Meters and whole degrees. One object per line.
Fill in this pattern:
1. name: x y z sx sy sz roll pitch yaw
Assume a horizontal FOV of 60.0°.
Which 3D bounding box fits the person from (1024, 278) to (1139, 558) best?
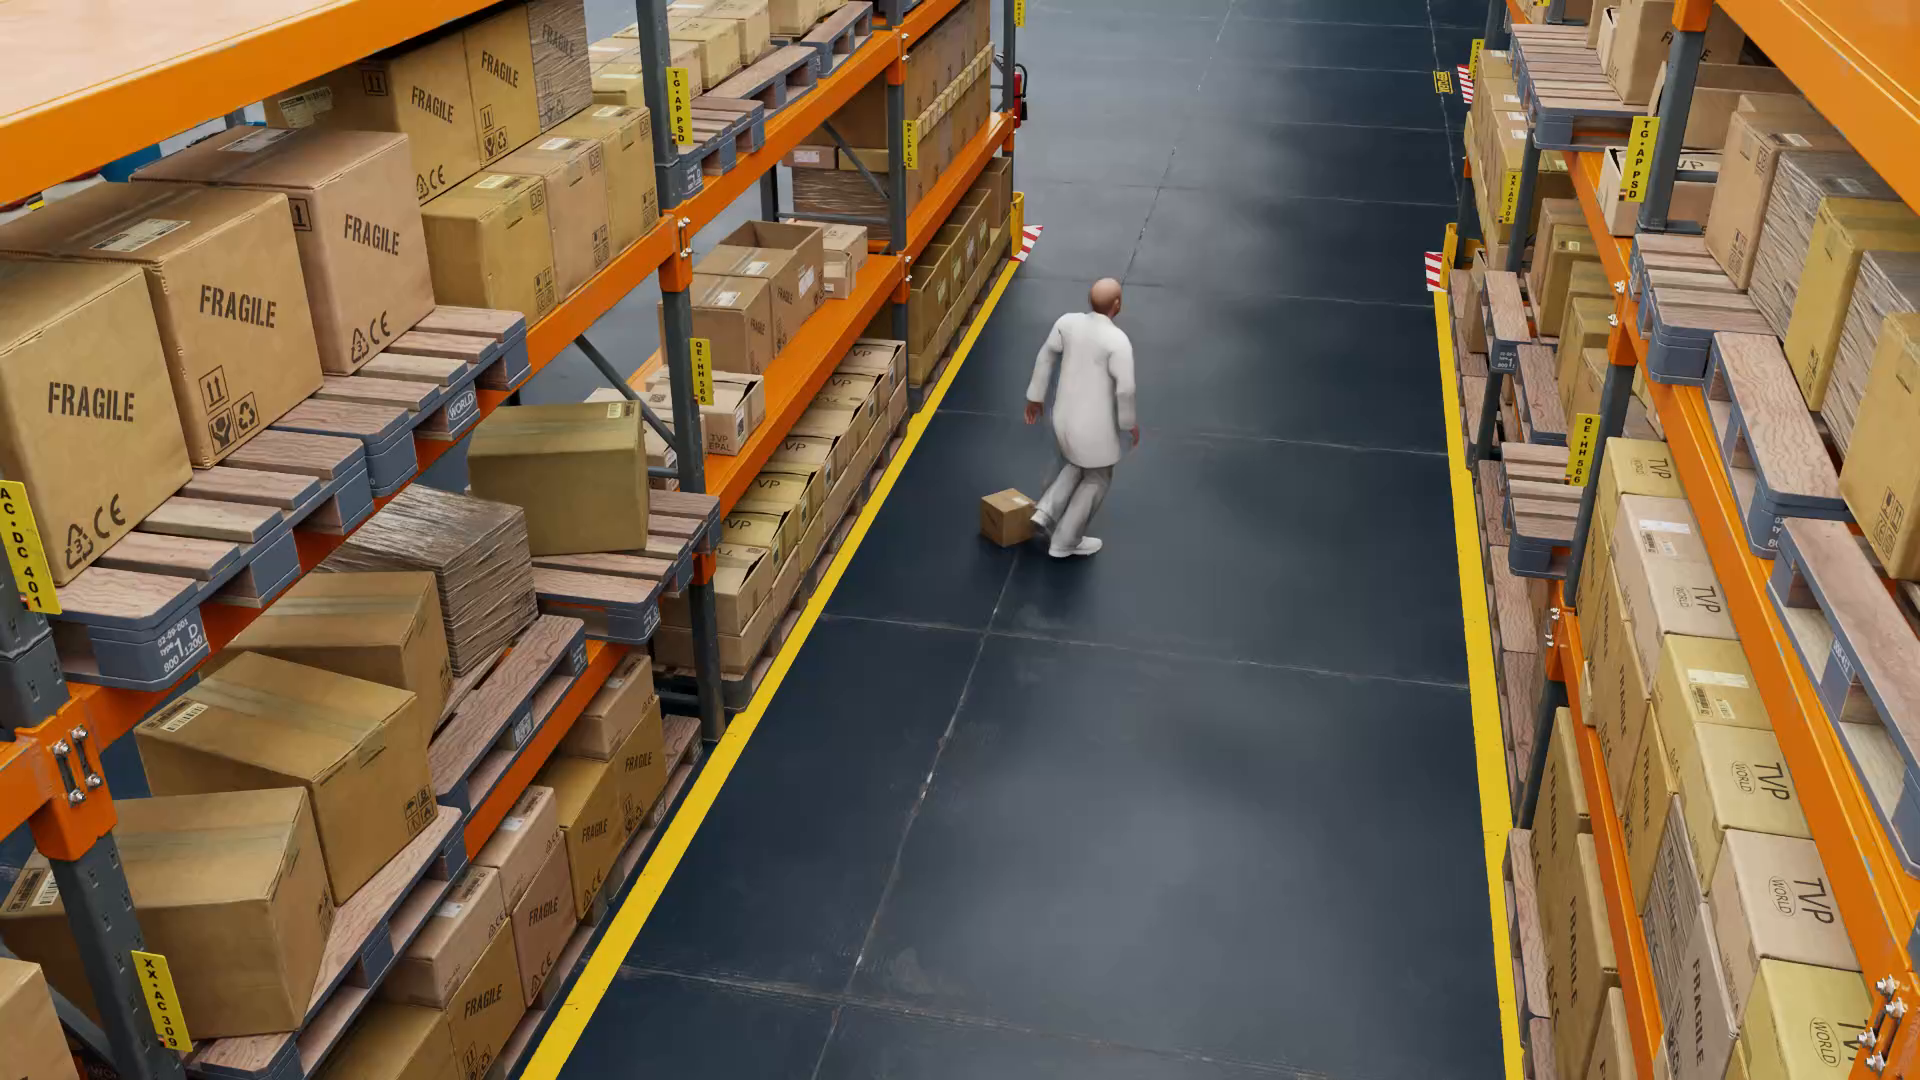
1. person: 0.708 -0.726 10.044 0.615 1.721 0.723 -20 34 -33
